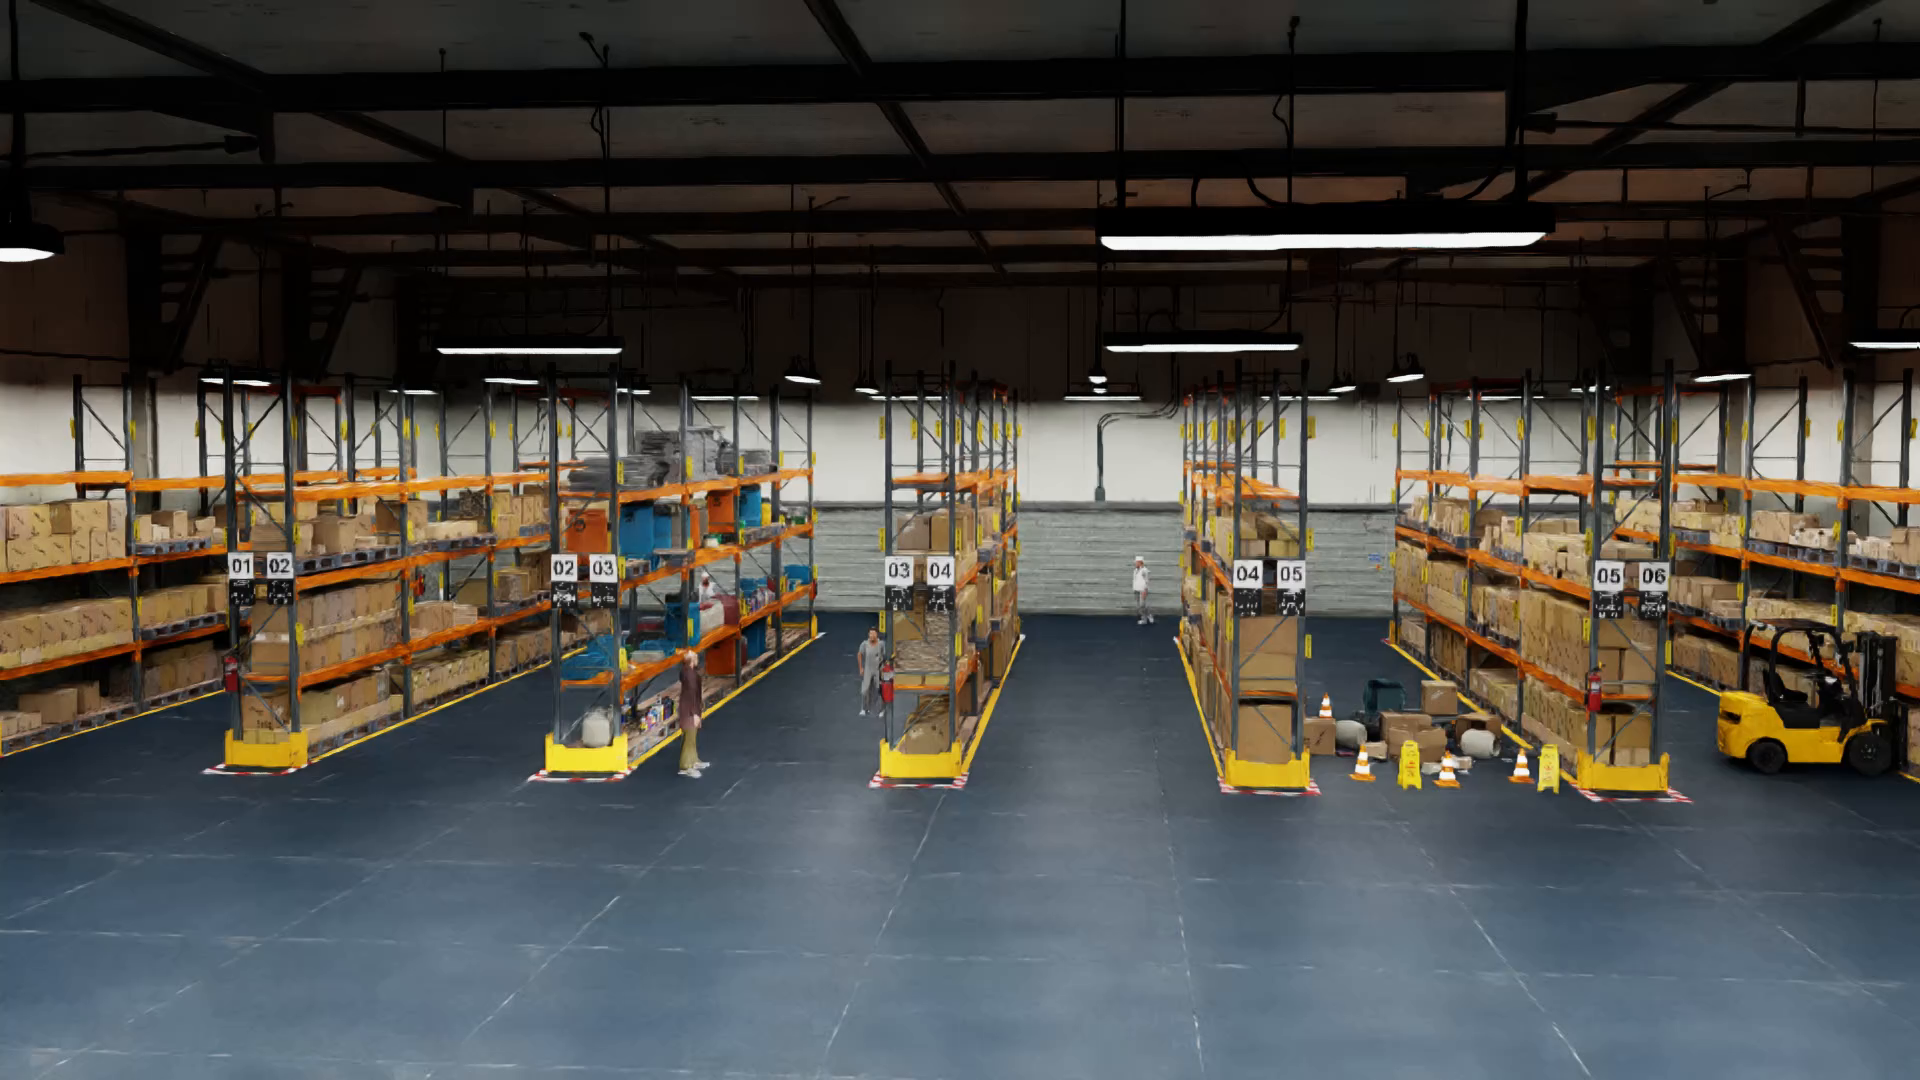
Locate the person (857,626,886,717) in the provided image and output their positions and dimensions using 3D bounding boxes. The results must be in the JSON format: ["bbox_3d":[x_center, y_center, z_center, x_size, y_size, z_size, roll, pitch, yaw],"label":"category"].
[{"bbox_3d":[-1.502,2.292,29.032,0.580,1.618,0.506,0,4,4],"label":"person"}]

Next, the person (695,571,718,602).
[{"bbox_3d":[-5.942,1.573,38.947,0.553,1.709,1.123,0,4,7],"label":"person"}]

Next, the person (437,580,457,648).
[{"bbox_3d":[-11.642,1.680,37.685,0.460,1.667,0.572,-1,4,-18],"label":"person"}]

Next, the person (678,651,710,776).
[{"bbox_3d":[-3.868,2.501,24.201,0.518,1.790,0.654,-1,4,-20],"label":"person"}]

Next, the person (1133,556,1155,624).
[{"bbox_3d":[4.733,1.288,42.938,0.459,1.762,0.690,-2,4,-28],"label":"person"}]
